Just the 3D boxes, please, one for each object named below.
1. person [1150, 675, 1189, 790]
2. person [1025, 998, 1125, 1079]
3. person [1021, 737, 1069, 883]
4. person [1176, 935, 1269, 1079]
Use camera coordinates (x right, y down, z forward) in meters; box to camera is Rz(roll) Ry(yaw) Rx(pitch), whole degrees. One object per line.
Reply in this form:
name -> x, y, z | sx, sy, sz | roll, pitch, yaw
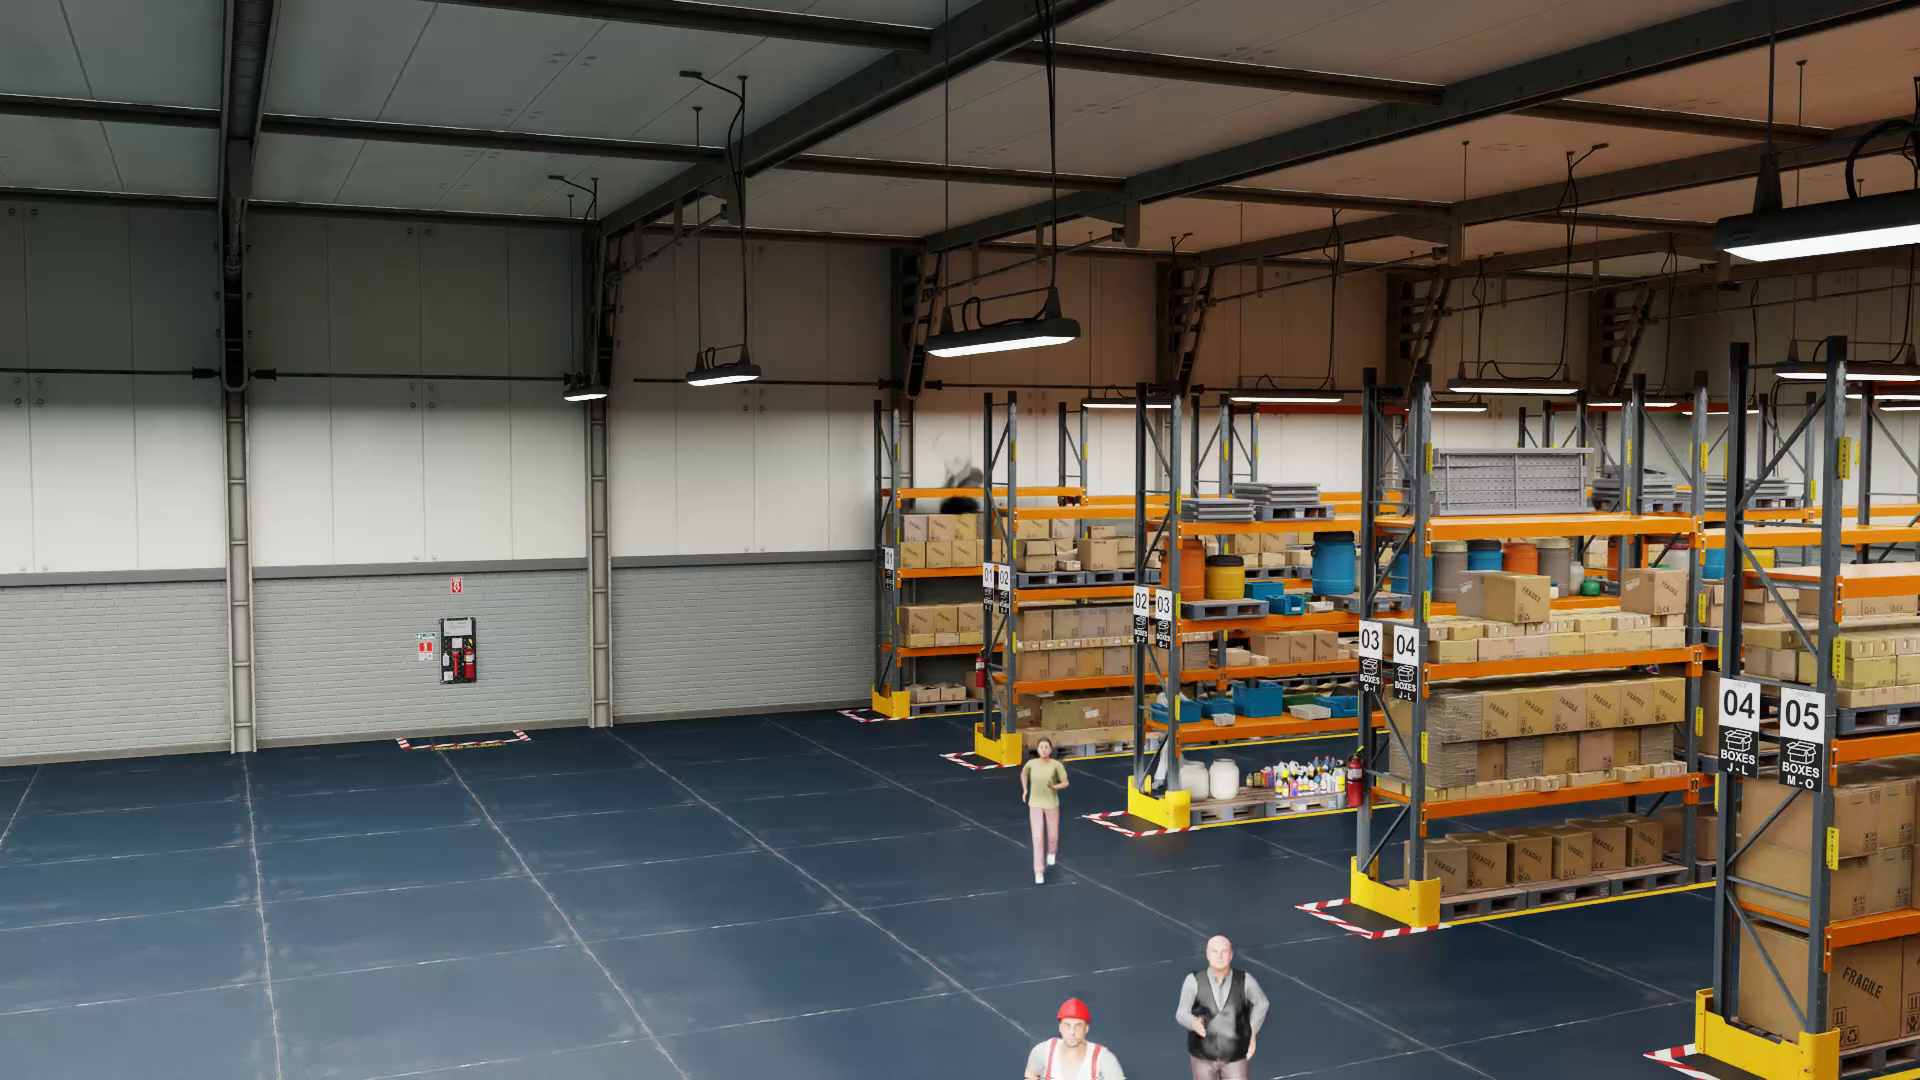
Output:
person -> 3.138, 2.852, 24.946 | 0.951, 1.673, 0.565 | -3, 4, -39
person -> 0.690, 3.669, 10.099 | 0.649, 1.805, 0.857 | 1, 3, 10
person -> 1.002, 3.162, 19.752 | 0.581, 1.646, 0.961 | 0, 3, 5
person -> 1.817, 3.640, 11.577 | 0.640, 1.738, 0.667 | 1, 3, 12
